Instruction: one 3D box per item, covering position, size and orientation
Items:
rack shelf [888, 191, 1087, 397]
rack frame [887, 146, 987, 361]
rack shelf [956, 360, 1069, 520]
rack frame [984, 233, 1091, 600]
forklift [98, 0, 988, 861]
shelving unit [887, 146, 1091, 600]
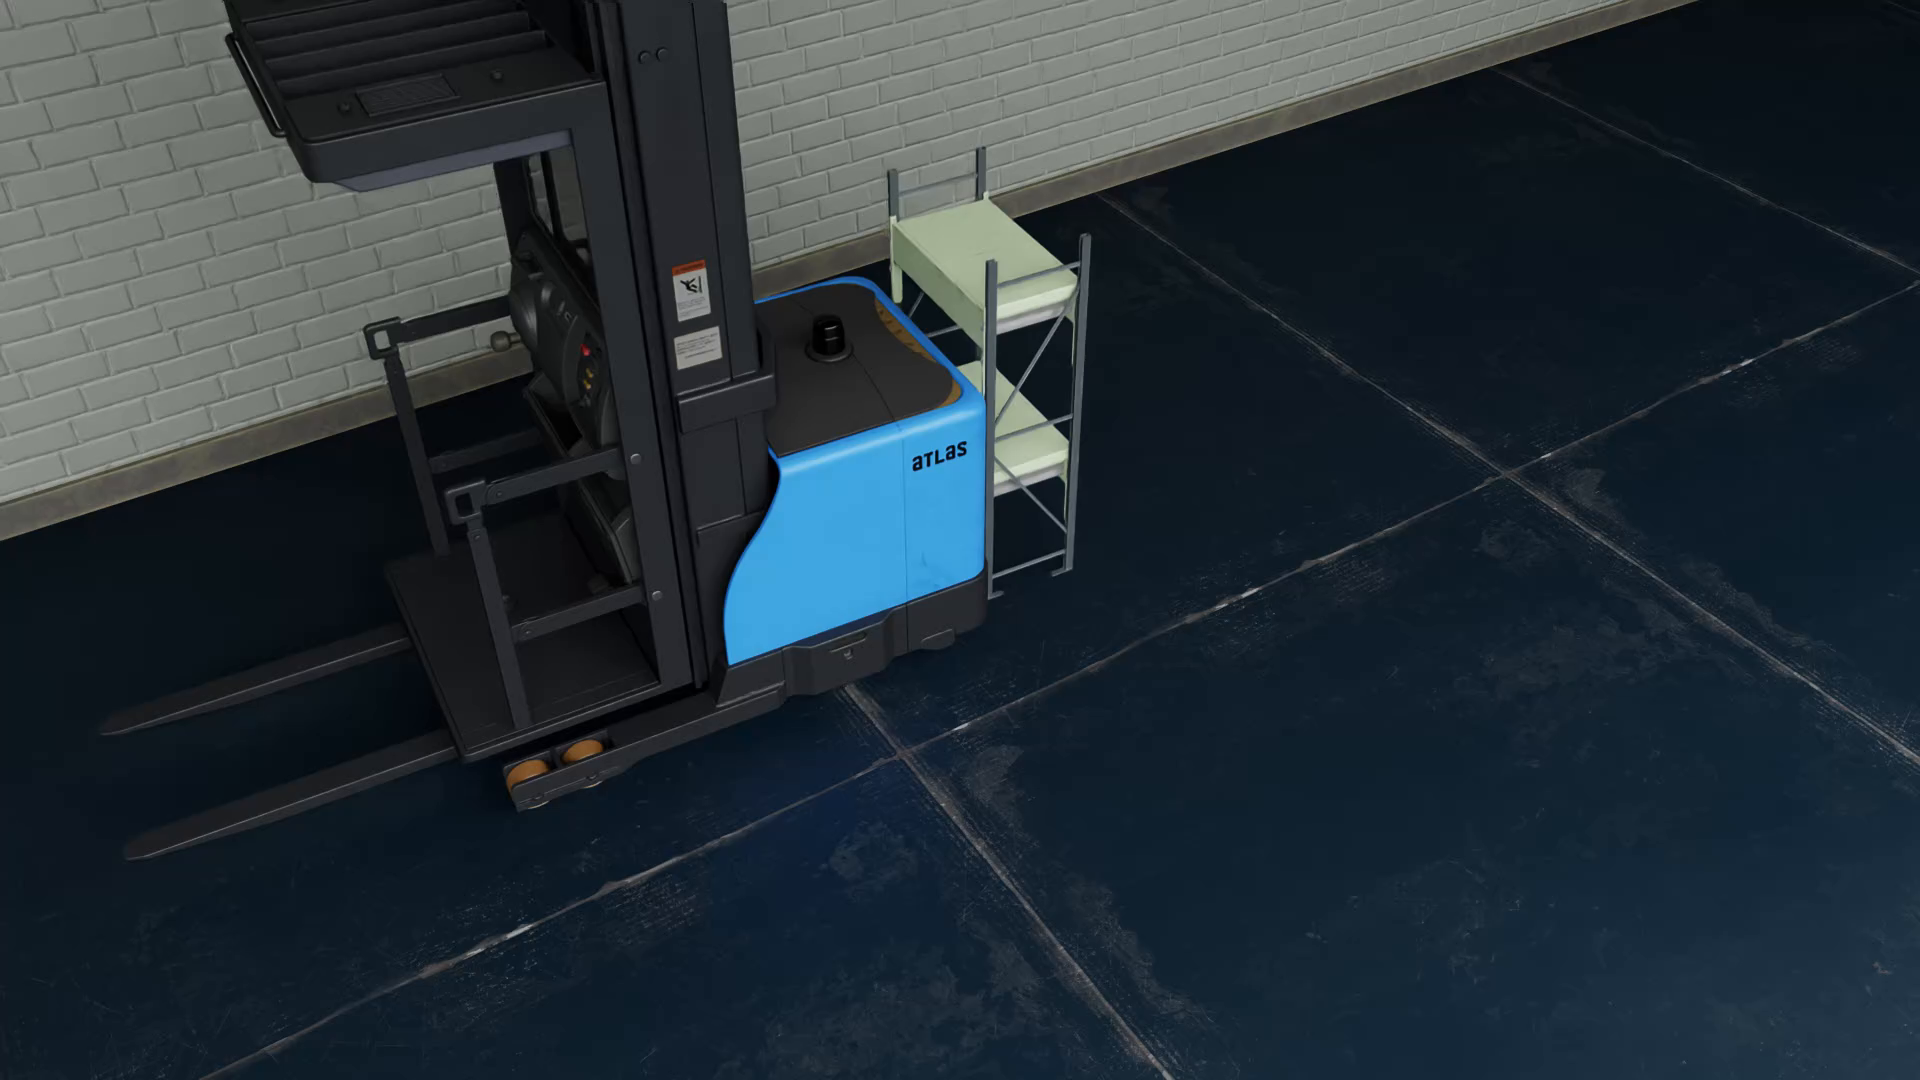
[{"bbox_3d":[0.092,-0.910,6.061,0.431,0.370,0.720,-19,43,-21],"label":"rack shelf"},{"bbox_3d":[-0.083,-0.816,6.558,0.400,1.500,0.023,-19,43,-21],"label":"rack frame"},{"bbox_3d":[0.092,-0.359,6.519,0.431,0.370,0.720,-19,43,-21],"label":"rack shelf"},{"bbox_3d":[0.266,-0.404,6.063,0.400,1.500,0.023,-19,43,-21],"label":"rack frame"},{"bbox_3d":[-1.440,-0.602,5.183,3.031,2.935,1.130,-19,43,-21],"label":"forklift"},{"bbox_3d":[0.092,-0.610,6.310,0.431,1.500,0.755,-19,43,-21],"label":"shelving unit"}]
